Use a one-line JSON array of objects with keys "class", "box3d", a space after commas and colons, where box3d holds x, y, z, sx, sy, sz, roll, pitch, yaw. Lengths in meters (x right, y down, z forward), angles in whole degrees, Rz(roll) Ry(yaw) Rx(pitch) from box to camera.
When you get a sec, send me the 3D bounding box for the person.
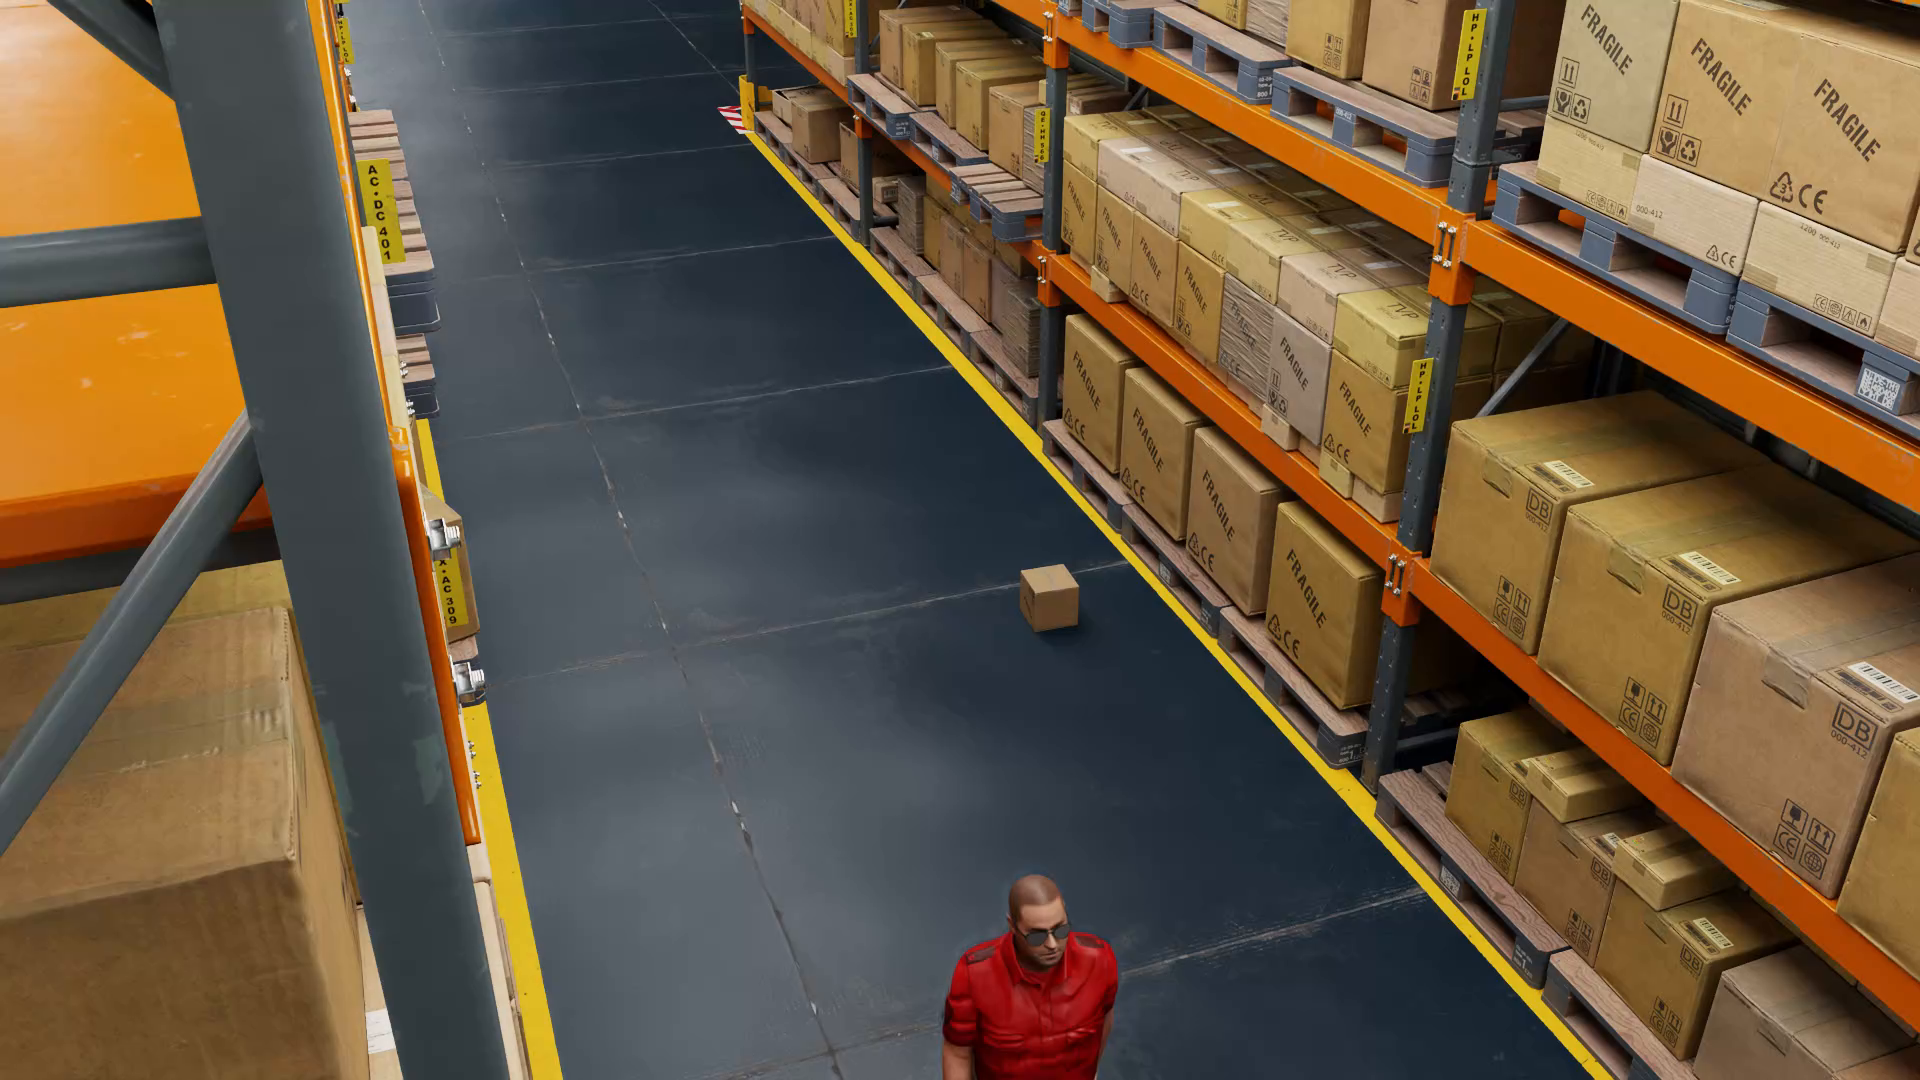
[{"class": "person", "box3d": [0.217, 1.751, 5.047, 0.542, 1.663, 1.019, -2, 30, -4]}]
